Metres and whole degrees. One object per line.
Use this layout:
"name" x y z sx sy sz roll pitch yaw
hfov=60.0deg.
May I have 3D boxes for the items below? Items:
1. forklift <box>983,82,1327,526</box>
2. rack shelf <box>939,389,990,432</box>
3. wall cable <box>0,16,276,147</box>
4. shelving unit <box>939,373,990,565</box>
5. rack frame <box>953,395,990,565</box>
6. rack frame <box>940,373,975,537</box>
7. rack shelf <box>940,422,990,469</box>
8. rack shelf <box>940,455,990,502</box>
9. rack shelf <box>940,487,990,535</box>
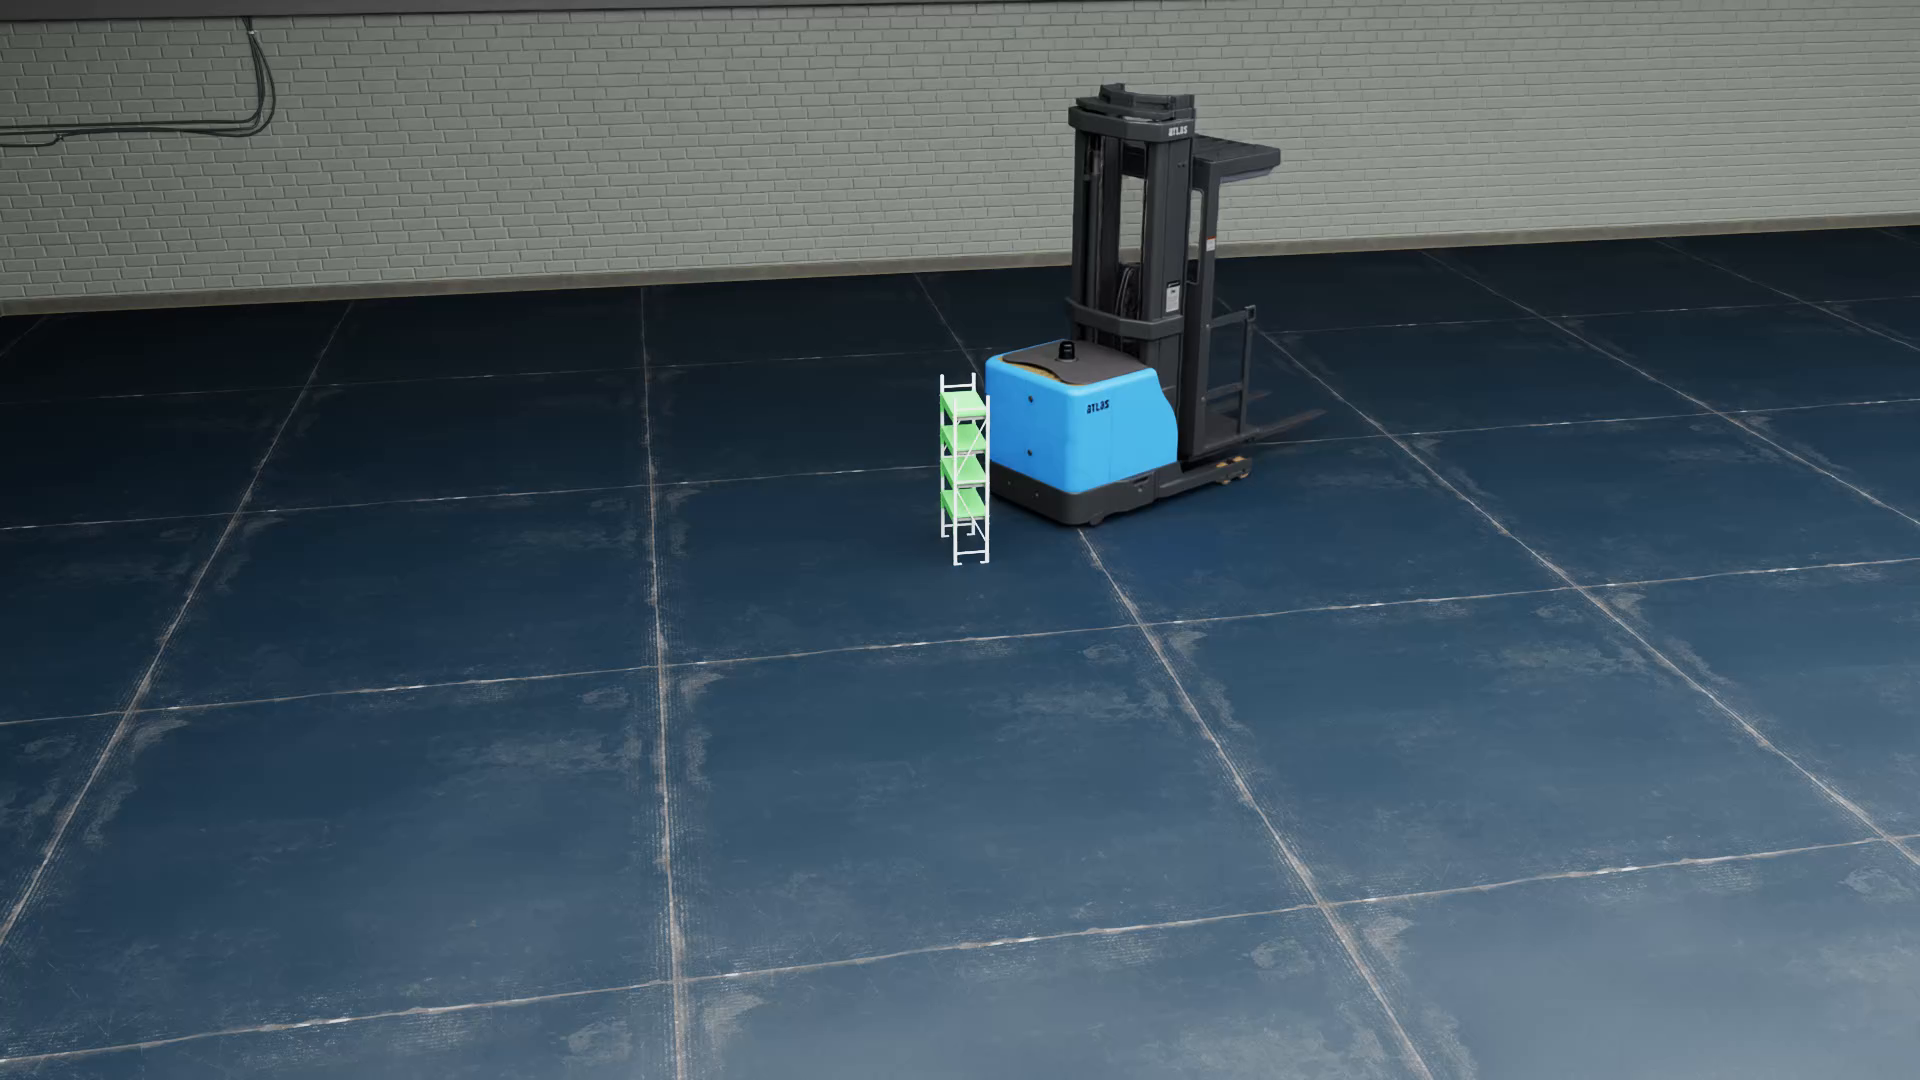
"forklift" 1.629 -1.914 12.469 3.031 2.935 1.130 -18 30 -36
"rack shelf" 0.031 -0.866 11.194 0.258 0.148 0.480 -4 24 -10
"wall cable" -8.369 -5.090 16.040 3.097 2.526 0.112 -4 24 -10
"shelving unit" 0.031 -0.485 11.361 0.258 1.200 0.503 -4 24 -10
"rack frame" 0.076 -0.389 11.141 0.240 1.200 0.015 -4 24 -10
"rack frame" -0.015 -0.581 11.581 0.240 1.200 0.015 -4 24 -10
"rack shelf" 0.031 -0.646 11.290 0.258 0.148 0.480 -4 24 -10
"rack shelf" 0.031 -0.426 11.386 0.258 0.148 0.480 -4 24 -10
"rack shelf" 0.031 -0.206 11.482 0.258 0.148 0.480 -4 24 -10
